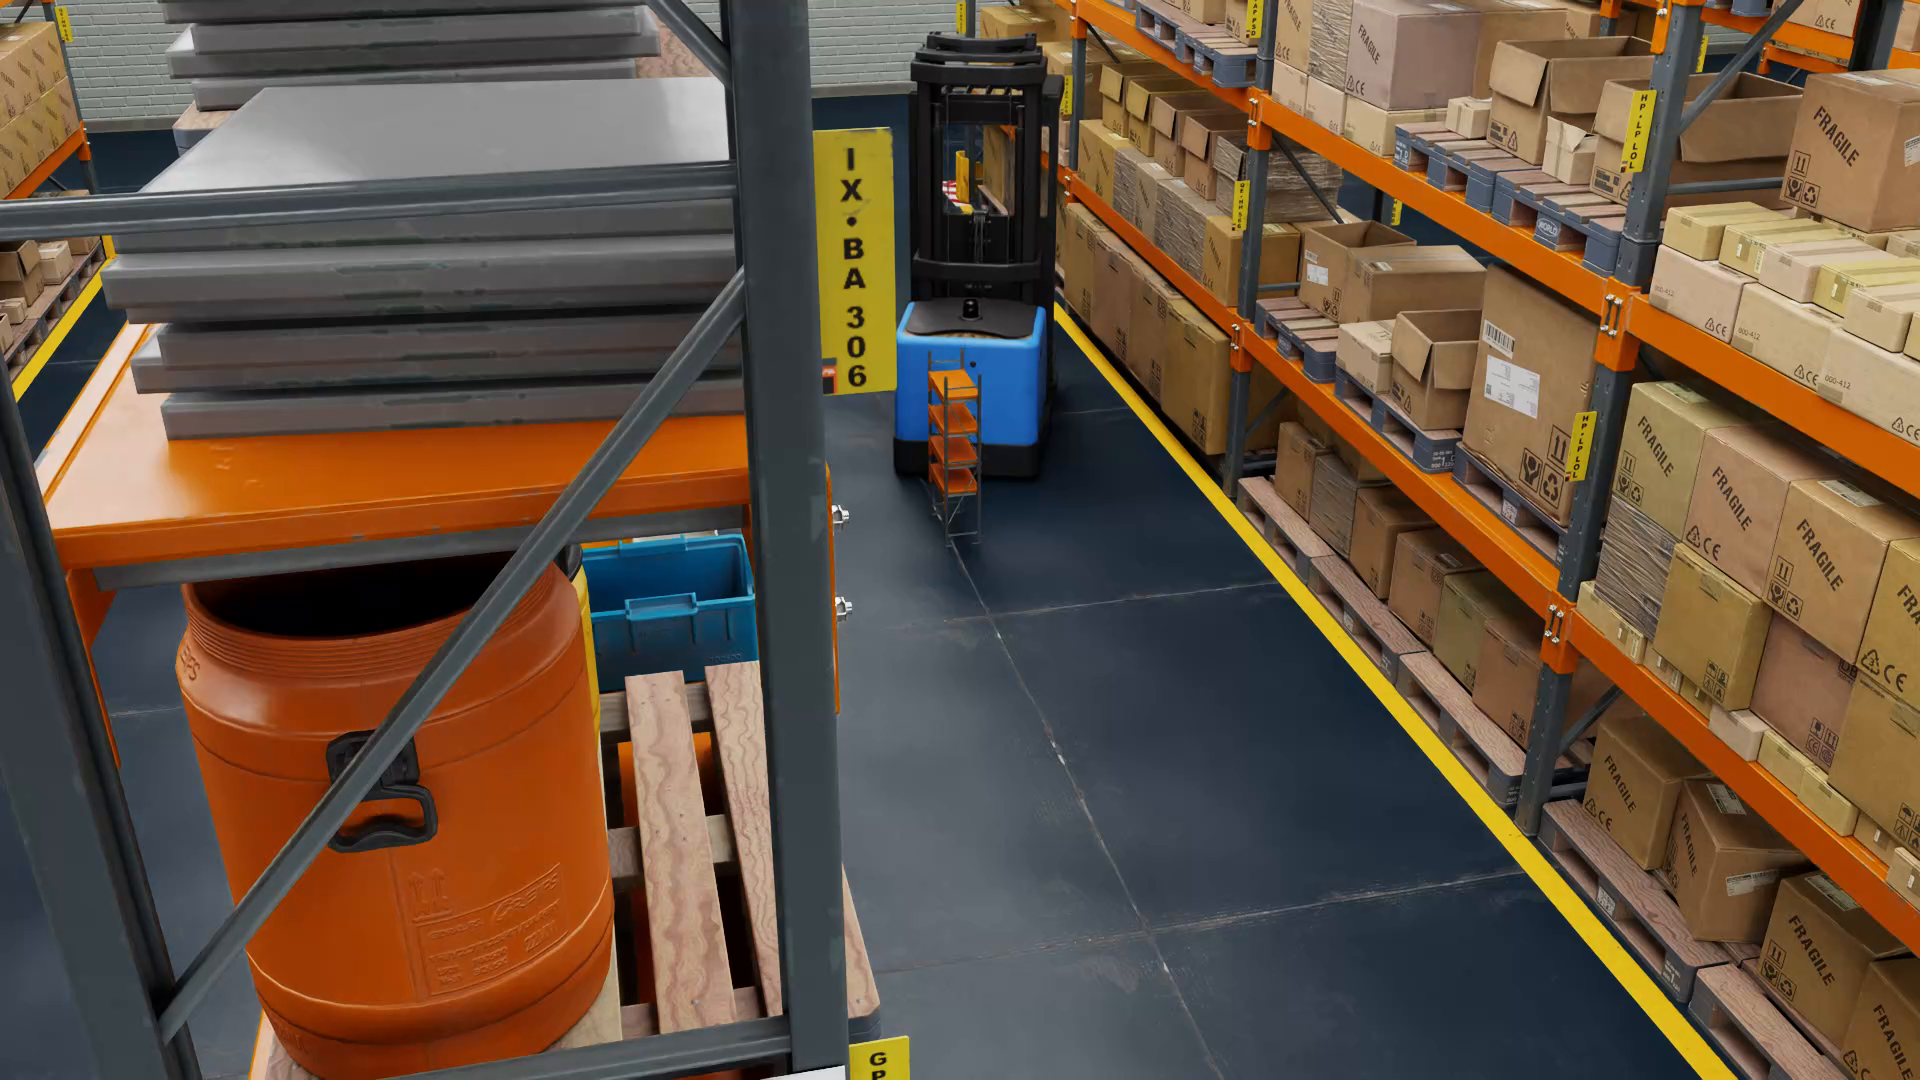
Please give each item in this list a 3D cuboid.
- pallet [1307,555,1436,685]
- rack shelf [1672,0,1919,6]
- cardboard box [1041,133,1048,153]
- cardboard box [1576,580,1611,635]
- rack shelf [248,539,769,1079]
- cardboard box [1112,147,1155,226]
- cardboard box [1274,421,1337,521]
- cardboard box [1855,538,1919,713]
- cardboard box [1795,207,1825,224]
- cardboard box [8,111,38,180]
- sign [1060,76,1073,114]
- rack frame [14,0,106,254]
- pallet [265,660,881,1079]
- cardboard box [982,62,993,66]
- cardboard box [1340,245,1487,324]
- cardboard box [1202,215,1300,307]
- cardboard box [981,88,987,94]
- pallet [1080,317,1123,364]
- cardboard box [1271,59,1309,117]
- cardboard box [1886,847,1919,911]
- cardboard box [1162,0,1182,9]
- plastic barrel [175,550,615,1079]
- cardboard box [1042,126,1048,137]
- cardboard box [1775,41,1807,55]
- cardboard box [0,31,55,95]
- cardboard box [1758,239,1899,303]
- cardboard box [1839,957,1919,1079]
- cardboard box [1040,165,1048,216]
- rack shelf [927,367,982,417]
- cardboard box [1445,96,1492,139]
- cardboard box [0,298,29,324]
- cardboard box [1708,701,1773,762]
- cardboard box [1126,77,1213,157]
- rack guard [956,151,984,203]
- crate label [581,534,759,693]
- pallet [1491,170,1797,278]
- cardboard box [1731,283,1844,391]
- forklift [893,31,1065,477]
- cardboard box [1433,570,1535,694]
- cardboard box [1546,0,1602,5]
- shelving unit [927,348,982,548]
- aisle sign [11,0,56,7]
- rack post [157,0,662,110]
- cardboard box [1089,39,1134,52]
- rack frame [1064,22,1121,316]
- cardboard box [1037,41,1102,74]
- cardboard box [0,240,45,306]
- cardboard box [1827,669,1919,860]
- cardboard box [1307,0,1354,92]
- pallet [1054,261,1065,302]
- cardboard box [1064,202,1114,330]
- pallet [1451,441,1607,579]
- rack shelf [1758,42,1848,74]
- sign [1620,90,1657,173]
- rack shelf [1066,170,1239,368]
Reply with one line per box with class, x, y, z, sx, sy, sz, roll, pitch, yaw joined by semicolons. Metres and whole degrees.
pallet;2.804;0.418;10.034;1.003;0.211;1.213;-6;27;-12
rack shelf;3.710;-1.426;4.738;1.077;0.370;4.000;-6;27;-12
cardboard box;0.953;-3.675;15.327;0.380;0.149;0.250;-6;27;-12
cardboard box;3.015;0.288;7.475;0.380;0.149;0.250;-6;27;-12
rack shelf;-1.115;0.414;4.416;1.077;0.370;4.000;-6;27;-12
cardboard box;1.543;-2.838;13.279;0.500;0.500;0.500;-7;28;-13
cardboard box;2.529;-0.493;11.030;0.700;0.500;0.500;-7;28;-14
cardboard box;3.463;0.308;5.606;0.500;0.500;0.500;-6;27;-12
cardboard box;3.614;-1.286;6.710;0.380;0.149;0.250;-5;27;-10
cardboard box;-8.390;-3.420;14.432;0.500;0.500;0.500;-6;27;-12
sign;0.916;-3.826;14.298;0.100;0.325;0.005;-6;27;-12
rack frame;-9.097;-4.212;16.113;1.000;3.000;0.127;-6;27;-12
pallet;-0.756;0.682;3.296;1.003;0.211;1.213;-6;27;-12
cardboard box;0.524;-4.817;17.147;0.500;0.250;0.500;-6;27;-12
cardboard box;2.742;-1.469;10.101;0.700;0.500;0.500;-2;27;-4
cardboard box;2.006;-1.941;11.502;0.500;0.500;0.500;-5;27;-10
cardboard box;0.431;-4.690;17.339;0.380;0.149;0.250;-7;28;-13
pallet;1.704;-1.885;14.596;1.003;0.211;1.213;-6;27;-12
cardboard box;2.216;-2.745;10.043;0.500;0.250;0.500;-5;27;-11
cardboard box;3.455;1.167;5.733;0.380;0.149;0.250;-6;27;-12
cardboard box;1.877;-4.172;12.124;0.797;0.503;0.637;-6;27;-12
plastic barrel;-0.898;0.391;2.720;0.600;0.830;0.708;-6;27;-12
cardboard box;0.983;-3.921;15.372;0.500;0.250;0.500;-5;27;-10
cardboard box;10.039;-6.028;19.599;0.500;0.500;0.500;-6;27;-12
cardboard box;-8.614;-4.314;15.095;0.500;0.500;0.500;-5;27;-10
cardboard box;3.200;-0.993;6.130;0.380;0.149;0.250;-6;27;-11
cardboard box;3.746;1.924;6.263;0.500;0.500;0.500;-3;27;-7
cardboard box;1.183;-3.393;16.381;0.875;0.875;0.875;-6;27;-12
rack shelf;-0.037;-0.959;10.793;0.258;0.148;0.480;-6;27;-12
cardboard box;2.740;-2.184;8.559;0.380;0.166;0.250;-7;28;-13
cardboard box;-8.284;-1.973;14.333;0.380;0.166;0.250;-6;27;-12
cardboard box;3.224;0.729;6.602;0.380;0.149;0.250;-6;27;-12
cardboard box;1.752;-3.371;13.222;0.797;0.503;0.637;-6;27;-11
rack guard;0.550;-4.111;18.687;1.175;0.500;0.348;-6;27;-12
crate label;-0.764;0.182;4.243;0.502;0.251;0.408;-6;27;-12
pallet;3.224;-1.486;7.591;1.213;0.211;1.003;-6;27;-12
cardboard box;3.236;-0.766;6.122;0.500;0.250;0.500;-6;27;-12
forklift;0.198;-2.393;12.584;1.130;2.935;3.031;3;27;6
cardboard box;3.053;0.488;9.087;0.700;0.500;0.500;-6;27;-12
cardboard box;5.821;-4.949;16.022;0.500;0.500;0.500;-7;28;-13
shelving unit;-0.037;-0.608;10.970;0.258;1.200;0.503;-6;27;-12
aisle sign;-8.814;-5.434;15.649;0.394;0.787;0.004;-6;27;-12
rack post;-1.132;-1.182;3.535;0.937;0.300;0.954;-6;27;-13
cardboard box;1.495;-4.315;15.320;0.500;0.500;0.500;-6;27;-12
rack frame;1.457;-3.461;14.624;1.000;3.000;0.127;-6;27;-12
cardboard box;0.984;-4.256;15.205;0.500;0.500;0.500;-6;27;-11
cardboard box;-8.624;-2.363;14.731;0.797;0.503;0.637;-6;27;-12
cardboard box;3.662;0.734;5.873;0.875;0.500;0.500;-6;27;-12
cardboard box;2.324;-2.856;9.432;0.500;0.500;0.500;-6;27;-11
pallet;1.362;-2.558;15.930;1.003;0.211;1.213;-6;27;-12
cardboard box;1.621;-2.421;14.456;1.225;0.875;0.875;-6;27;-11
pallet;3.229;-0.213;8.403;1.003;0.211;1.213;-6;27;-12
rack shelf;10.661;-5.024;18.519;1.077;0.370;4.000;-6;27;-12
sign;2.720;-1.637;6.670;0.100;0.325;0.005;-6;27;-12
rack shelf;1.908;-2.262;13.047;1.077;0.370;4.000;-6;27;-12
